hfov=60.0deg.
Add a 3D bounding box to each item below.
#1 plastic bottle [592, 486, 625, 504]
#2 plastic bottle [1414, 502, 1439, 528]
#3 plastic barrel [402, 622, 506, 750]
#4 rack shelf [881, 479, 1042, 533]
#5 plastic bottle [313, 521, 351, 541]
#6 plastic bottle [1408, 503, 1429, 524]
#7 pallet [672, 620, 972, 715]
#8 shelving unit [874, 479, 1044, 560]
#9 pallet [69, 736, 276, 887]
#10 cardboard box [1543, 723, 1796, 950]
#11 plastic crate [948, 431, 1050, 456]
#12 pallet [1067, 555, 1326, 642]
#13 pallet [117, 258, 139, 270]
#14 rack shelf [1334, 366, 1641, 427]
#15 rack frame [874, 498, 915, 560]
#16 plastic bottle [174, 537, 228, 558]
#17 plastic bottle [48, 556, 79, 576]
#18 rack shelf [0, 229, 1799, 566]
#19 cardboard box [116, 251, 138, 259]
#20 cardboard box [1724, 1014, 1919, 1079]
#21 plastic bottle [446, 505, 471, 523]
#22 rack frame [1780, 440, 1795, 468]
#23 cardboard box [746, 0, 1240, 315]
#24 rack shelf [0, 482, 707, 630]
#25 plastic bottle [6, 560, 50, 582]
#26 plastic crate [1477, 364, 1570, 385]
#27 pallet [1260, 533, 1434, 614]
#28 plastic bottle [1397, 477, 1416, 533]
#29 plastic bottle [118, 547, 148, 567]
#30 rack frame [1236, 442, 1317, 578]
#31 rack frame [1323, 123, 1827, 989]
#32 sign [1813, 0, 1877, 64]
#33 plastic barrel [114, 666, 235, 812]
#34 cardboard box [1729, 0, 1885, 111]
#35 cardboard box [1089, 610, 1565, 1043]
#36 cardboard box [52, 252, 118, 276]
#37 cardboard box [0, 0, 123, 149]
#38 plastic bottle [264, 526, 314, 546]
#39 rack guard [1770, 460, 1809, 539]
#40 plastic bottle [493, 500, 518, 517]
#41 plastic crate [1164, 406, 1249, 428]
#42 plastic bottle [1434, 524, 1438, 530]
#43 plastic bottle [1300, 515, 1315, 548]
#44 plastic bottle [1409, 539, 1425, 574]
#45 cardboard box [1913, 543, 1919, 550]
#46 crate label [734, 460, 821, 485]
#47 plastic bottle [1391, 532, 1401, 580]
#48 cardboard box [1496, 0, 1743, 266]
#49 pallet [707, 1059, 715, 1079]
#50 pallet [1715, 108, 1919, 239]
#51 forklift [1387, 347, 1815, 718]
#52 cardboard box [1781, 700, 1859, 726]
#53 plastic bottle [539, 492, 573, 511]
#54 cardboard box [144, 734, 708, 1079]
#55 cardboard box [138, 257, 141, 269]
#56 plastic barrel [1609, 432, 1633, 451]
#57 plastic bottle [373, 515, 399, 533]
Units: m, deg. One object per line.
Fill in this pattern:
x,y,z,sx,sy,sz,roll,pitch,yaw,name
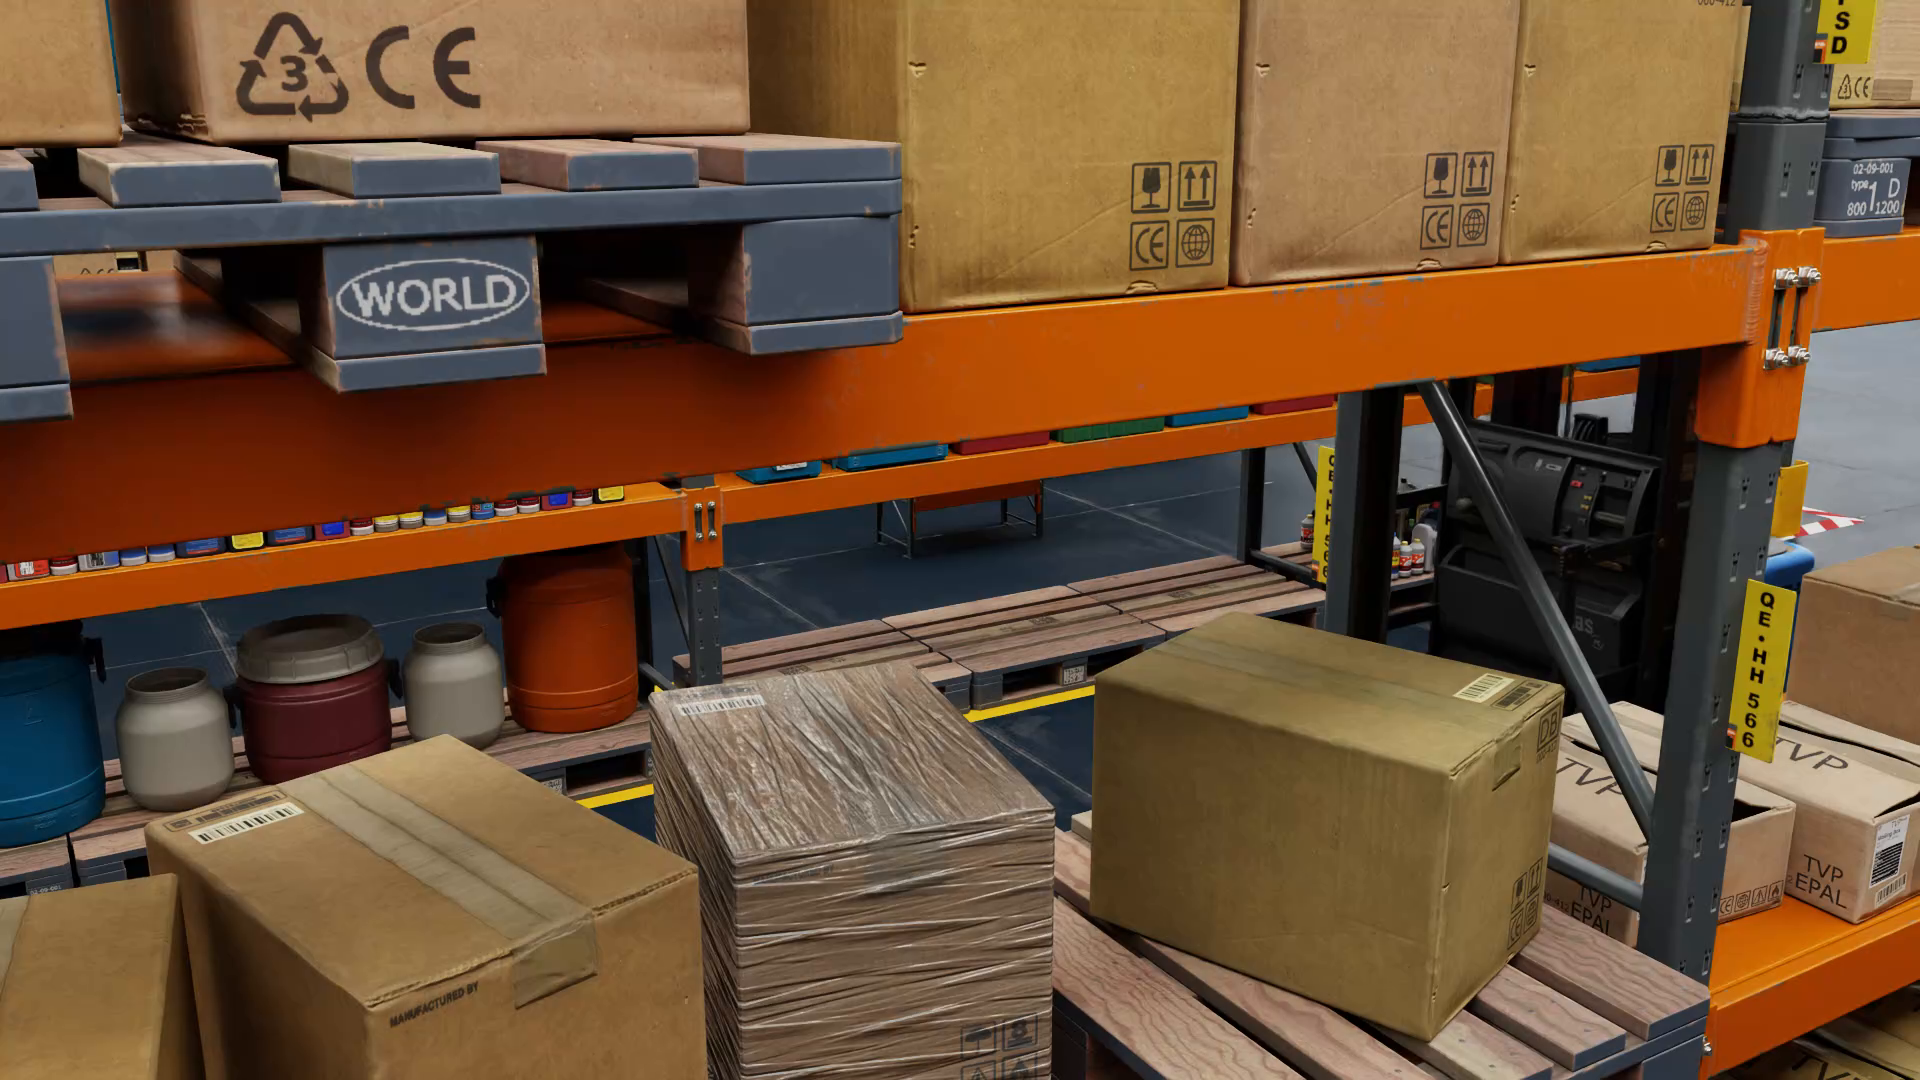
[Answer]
-1.518,-0.303,7.150,0.133,0.283,0.061,-9,18,-30,plastic bottle
2.869,-0.056,10.145,0.185,0.351,0.144,-9,18,-30,plastic bottle
-2.240,0.653,7.355,0.421,0.512,0.421,0,16,0,plastic barrel
-0.006,-0.305,11.321,1.000,0.278,0.538,-9,18,-30,rack shelf
-2.498,-0.144,6.583,0.133,0.283,0.061,-9,18,-30,plastic bottle
2.958,-0.182,10.718,0.133,0.283,0.061,-9,18,-30,plastic bottle
-0.707,0.730,8.415,1.213,0.211,1.003,-9,18,-30,pallet
-0.006,-0.541,11.255,1.048,1.125,0.538,-9,18,-30,shelving unit
-3.090,1.116,7.036,1.213,0.211,1.003,-9,18,-30,pallet
1.491,0.635,3.753,0.500,0.311,0.500,-8,18,-26,cardboard box
0.152,-0.699,8.227,0.583,0.464,0.402,-9,18,-30,plastic crate
1.385,0.391,9.625,1.213,0.211,1.003,-9,18,-30,pallet
-8.085,-2.445,14.929,1.213,0.211,1.003,-9,18,-30,pallet
3.752,-1.002,10.759,4.000,0.370,1.077,-9,18,-30,rack shelf
-0.442,-0.470,11.003,0.032,1.125,0.500,-9,18,-30,rack frame
-2.928,-0.120,6.371,0.185,0.351,0.144,-9,18,-30,plastic bottle
-3.320,0.023,6.139,0.097,0.201,0.097,0,16,0,plastic bottle
-0.558,-0.187,2.297,4.000,0.370,1.077,-9,18,-30,rack shelf
-7.475,-2.586,14.767,0.250,0.149,0.380,-10,19,-32,cardboard box
2.203,1.404,4.120,0.500,0.311,0.500,-10,18,-31,cardboard box
-2.074,-0.179,6.859,0.097,0.201,0.097,0,16,0,plastic bottle
5.467,-1.626,11.654,0.127,3.000,1.000,-9,18,-30,rack frame
-0.083,-0.648,2.423,0.500,0.500,0.910,-9,18,-30,cardboard box
-3.105,0.110,6.792,4.000,0.370,1.077,-9,18,-30,rack shelf
-3.433,-0.003,6.094,0.135,0.276,0.152,-9,18,-30,plastic bottle
3.347,-1.091,10.139,0.662,0.188,0.450,-9,18,-30,plastic crate
2.635,0.189,10.345,1.213,0.211,1.003,-9,18,-30,pallet
2.883,-0.234,10.781,0.185,0.351,0.144,-9,18,-30,plastic bottle
-3.121,-0.043,6.244,0.097,0.271,0.097,0,16,0,plastic bottle
2.038,-1.070,9.670,0.127,3.000,1.000,-9,18,-30,rack frame
1.157,0.632,3.596,0.127,3.000,1.000,-9,18,-30,rack frame
1.435,-0.935,2.673,0.005,0.325,0.100,-9,18,-30,sign
-3.208,0.810,6.795,0.421,0.512,0.421,0,16,0,plastic barrel
1.517,-1.018,3.426,0.500,0.250,0.500,-11,19,-34,cardboard box
0.675,0.496,3.121,0.700,0.500,0.500,13,20,38,cardboard box
-5.708,-1.909,10.618,0.637,0.503,0.797,-9,18,-28,cardboard box
-1.241,-0.705,1.663,0.600,0.600,0.600,-9,18,-30,cardboard box
-2.656,-0.164,6.529,0.185,0.351,0.144,-9,18,-30,plastic bottle
5.426,-0.401,11.914,0.348,0.500,1.175,-9,18,-30,rack guard
-1.908,-0.206,6.956,0.097,0.201,0.097,0,16,0,plastic bottle
1.252,-0.837,8.868,0.575,0.384,0.392,-9,18,-30,plastic crate
2.943,-0.023,10.026,0.185,0.351,0.144,-9,18,-28,plastic bottle
2.188,-0.057,10.425,0.097,0.201,0.097,0,16,0,plastic bottle
2.711,0.094,9.885,0.097,0.201,0.097,0,16,0,plastic bottle
3.038,0.274,4.689,0.500,0.500,0.500,-9,18,-30,cardboard box
-0.837,-0.405,7.609,0.416,0.233,0.303,-9,18,-30,crate label
2.537,0.089,9.775,0.097,0.271,0.097,0,16,0,plastic bottle
0.800,-0.792,2.934,0.500,0.500,0.910,-9,18,-30,cardboard box
-0.508,0.996,2.654,1.213,0.211,1.003,-9,18,-30,pallet
1.693,-0.836,3.627,1.003,0.211,1.213,-8,18,-27,pallet
2.268,-0.232,6.808,3.031,2.935,1.130,-10,19,-32,forklift
2.221,0.563,4.309,0.250,0.149,0.380,-8,17,-26,cardboard box
-1.716,-0.271,7.035,0.133,0.283,0.061,-9,18,-30,plastic bottle
-0.789,0.678,2.470,0.700,0.500,0.500,15,21,42,cardboard box
-9.680,-3.055,19.910,0.875,0.875,0.875,-9,18,-30,cardboard box
4.512,-0.452,11.295,0.421,0.512,0.421,0,16,0,plastic barrel
-2.325,-0.138,6.714,0.097,0.201,0.097,0,16,0,plastic bottle
